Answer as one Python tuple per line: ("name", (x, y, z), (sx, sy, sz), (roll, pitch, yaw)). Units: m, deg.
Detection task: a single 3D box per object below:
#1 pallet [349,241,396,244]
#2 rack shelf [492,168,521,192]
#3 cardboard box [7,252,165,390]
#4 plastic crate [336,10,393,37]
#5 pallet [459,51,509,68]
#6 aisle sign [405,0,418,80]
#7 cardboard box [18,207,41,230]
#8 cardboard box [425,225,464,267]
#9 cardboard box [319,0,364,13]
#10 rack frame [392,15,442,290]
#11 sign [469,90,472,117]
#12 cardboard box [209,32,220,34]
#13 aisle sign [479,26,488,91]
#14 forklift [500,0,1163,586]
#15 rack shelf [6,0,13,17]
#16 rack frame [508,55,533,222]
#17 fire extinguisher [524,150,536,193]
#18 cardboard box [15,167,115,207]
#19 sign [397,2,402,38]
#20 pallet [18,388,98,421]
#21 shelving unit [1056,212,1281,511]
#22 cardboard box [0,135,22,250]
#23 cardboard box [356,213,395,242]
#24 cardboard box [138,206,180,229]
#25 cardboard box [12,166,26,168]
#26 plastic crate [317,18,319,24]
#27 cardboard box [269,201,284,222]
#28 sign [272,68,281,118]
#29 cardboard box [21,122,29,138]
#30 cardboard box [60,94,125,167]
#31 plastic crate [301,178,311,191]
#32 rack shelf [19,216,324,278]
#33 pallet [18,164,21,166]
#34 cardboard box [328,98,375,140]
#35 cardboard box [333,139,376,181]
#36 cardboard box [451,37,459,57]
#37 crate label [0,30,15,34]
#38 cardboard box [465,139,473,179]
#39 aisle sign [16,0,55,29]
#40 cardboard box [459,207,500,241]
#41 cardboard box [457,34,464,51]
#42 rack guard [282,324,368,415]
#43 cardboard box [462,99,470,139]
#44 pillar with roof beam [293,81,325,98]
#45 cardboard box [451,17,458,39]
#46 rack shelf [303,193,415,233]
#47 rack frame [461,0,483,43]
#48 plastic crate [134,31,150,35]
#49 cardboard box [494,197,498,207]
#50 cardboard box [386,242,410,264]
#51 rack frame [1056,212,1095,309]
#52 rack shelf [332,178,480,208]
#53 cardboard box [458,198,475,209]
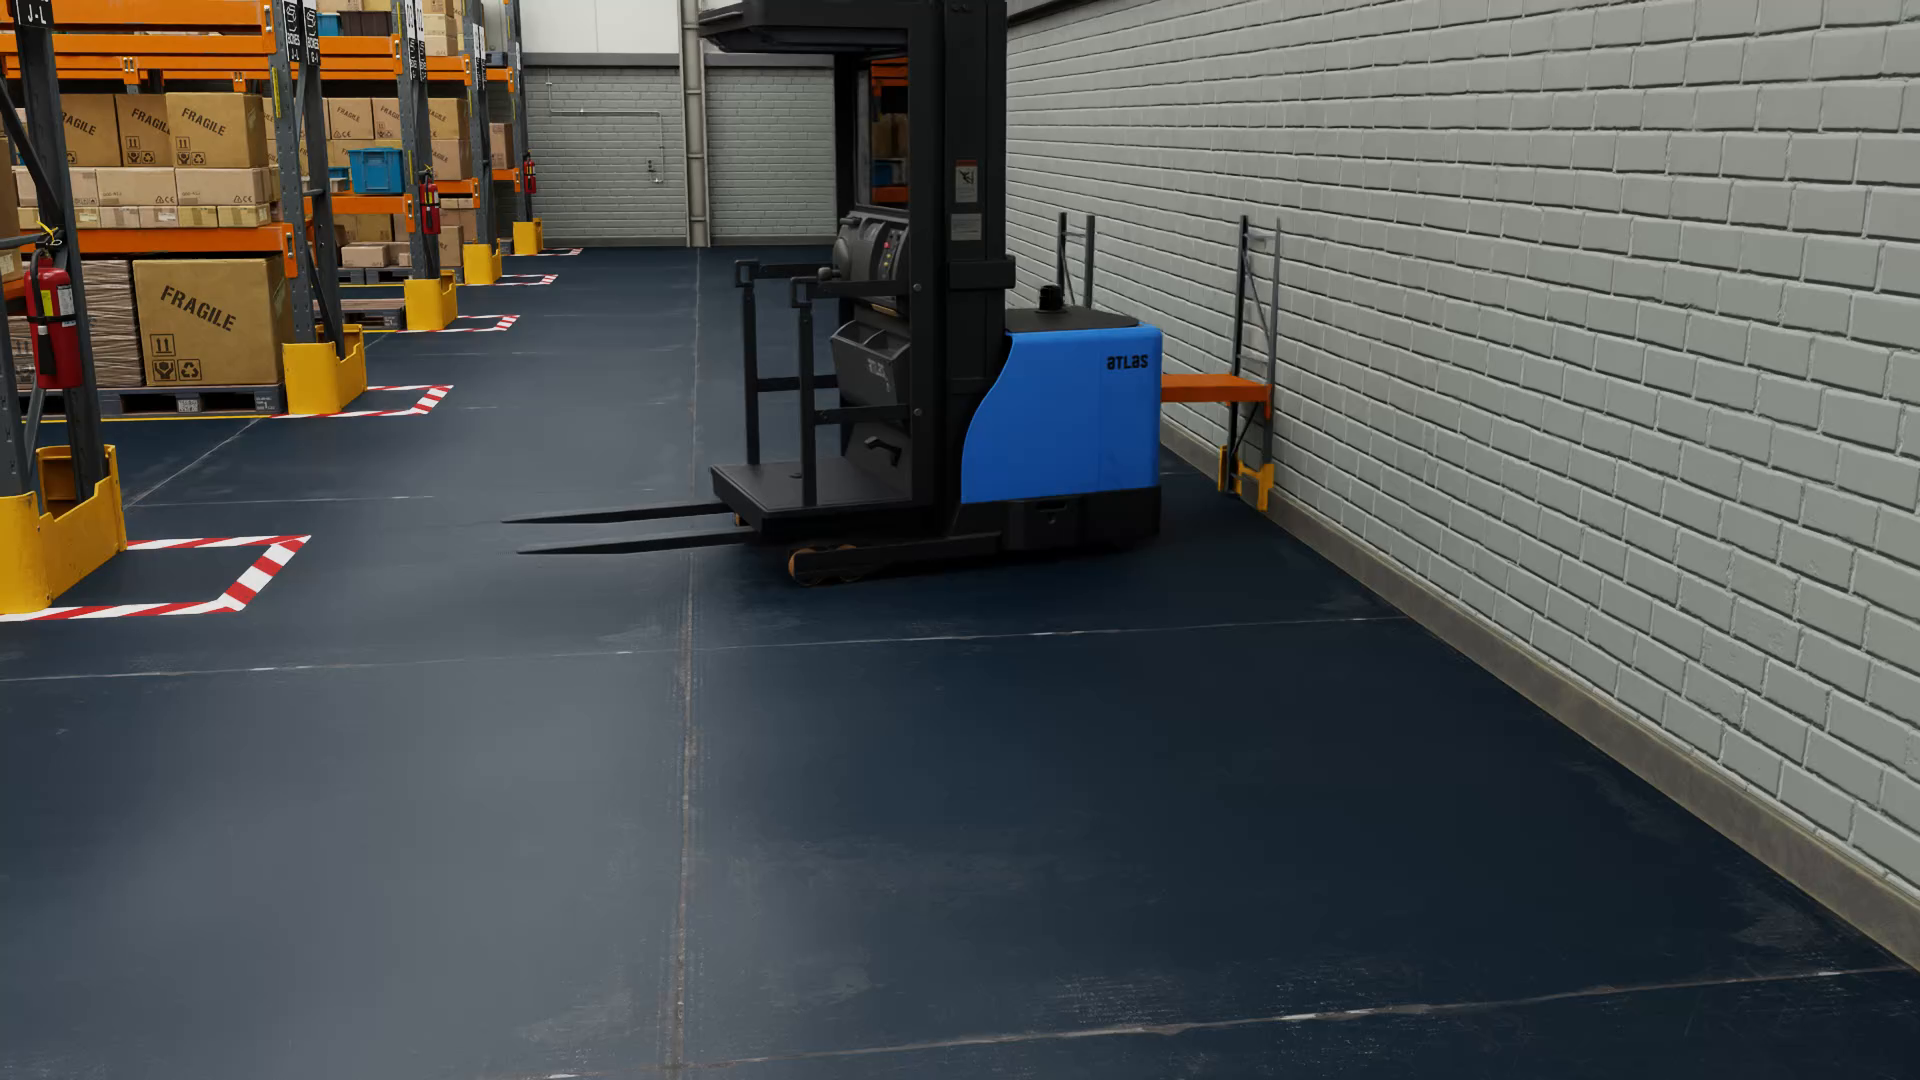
("pallet", (-8.890, -4.613, 26.181), (1.213, 0.211, 1.003), (-2, 14, -8))
("rack shelf", (-8.884, -5.635, 26.004), (4.000, 0.370, 1.077), (-2, 14, -8))
("cardboard box", (-6.214, -1.580, 11.859), (0.875, 0.875, 0.875), (-2, 14, -8))
("plastic crate", (-5.853, -5.118, 16.566), (0.590, 0.269, 0.497), (-2, 14, -8))
("pallet", (-7.639, -7.439, 25.734), (1.213, 0.211, 1.003), (-2, 14, -8))
("aisle sign", (-5.316, -4.867, 16.116), (0.004, 0.787, 0.394), (-2, 14, -8))
("cardboard box", (-6.262, -2.221, 11.429), (0.250, 0.149, 0.380), (-2, 14, -8))
("cardboard box", (-6.666, -3.787, 21.390), (0.500, 0.500, 0.500), (-2, 14, -8))
("cardboard box", (-7.656, -6.789, 20.700), (0.500, 0.500, 0.700), (-2, 14, -8))
("rack frame", (-5.431, -3.673, 16.703), (0.127, 3.000, 1.000), (-2, 14, -8))
("sign", (-6.102, -5.446, 20.740), (0.005, 0.325, 0.100), (-2, 14, -8))
("cardboard box", (-9.108, -6.321, 20.375), (0.500, 0.250, 0.500), (-2, 14, -8))
("aisle sign", (-6.141, -6.199, 21.430), (0.004, 0.787, 0.394), (-2, 14, -8))
("forklift", (-0.599, -1.362, 7.628), (3.031, 2.935, 1.130), (-5, 15, -21))
("rack shelf", (-6.032, -2.319, 6.614), (4.000, 0.370, 1.077), (-2, 14, -8))
("rack frame", (-6.907, -6.056, 26.205), (0.127, 3.000, 1.000), (-2, 14, -8))
("fire extinguisher", (-6.689, -5.733, 25.839), (0.183, 0.674, 0.296), (-2, 14, -8))
("cardboard box", (-6.138, -2.435, 11.463), (0.500, 0.250, 0.500), (-3, 14, -10))
("sign", (-5.333, -4.946, 15.826), (0.005, 0.325, 0.100), (-2, 14, -8))
("pallet", (-6.676, -1.038, 11.928), (1.213, 0.211, 1.003), (-2, 14, -8))
("shelving unit", (1.073, -0.931, 8.681), (1.083, 1.500, 0.587), (-2, 13, -14))
("cardboard box", (-4.539, -1.528, 7.332), (0.500, 0.500, 0.500), (-1, 14, -6))
("cardboard box", (-9.102, -4.941, 26.031), (0.500, 0.500, 0.700), (-2, 14, -7))
("cardboard box", (-5.503, -2.249, 11.541), (0.250, 0.149, 0.380), (-2, 14, -8))
("cardboard box", (-6.733, -2.543, 11.893), (0.500, 0.250, 0.500), (-2, 14, -9))
("plastic crate", (-6.364, -4.921, 15.948), (0.336, 0.188, 0.450), (-2, 14, -8))
("cardboard box", (-5.093, -2.427, 12.248), (0.250, 0.149, 0.380), (-2, 14, -8))
("sign", (-4.626, -3.028, 11.260), (0.005, 0.325, 0.100), (-2, 14, -8))
("cardboard box", (-11.293, -4.969, 20.799), (0.500, 0.500, 0.700), (0, 14, 1))
("cardboard box", (-6.214, -2.927, 11.880), (0.500, 0.500, 0.500), (-2, 14, -10))
("plastic crate", (-6.499, -3.495, 16.408), (0.243, 0.136, 0.396), (-2, 14, -8))
("rack shelf", (-6.671, -2.061, 11.751), (4.000, 0.370, 1.077), (-2, 14, -8))
("pallet", (-12.153, -4.554, 20.607), (1.213, 0.211, 1.003), (-2, 14, -8))
("cardboard box", (-7.576, -5.278, 20.839), (0.500, 0.500, 0.500), (-2, 14, -7))
("cardboard box", (-7.574, -4.795, 20.971), (0.500, 0.500, 0.500), (-2, 14, -8))
("cardboard box", (-6.711, -6.290, 21.278), (0.500, 0.250, 0.500), (-2, 14, -8))
("crate label", (-8.859, -4.804, 15.586), (0.466, 0.136, 0.293), (-2, 14, -8))
("cardboard box", (-6.643, -4.961, 21.631), (0.500, 0.500, 0.500), (-2, 14, -7))
("aisle sign", (-4.026, -2.621, 7.163), (0.004, 0.787, 0.394), (-2, 14, -8))
("cardboard box", (-7.584, -4.998, 26.261), (0.500, 0.500, 0.700), (-2, 14, -8))
("cardboard box", (-7.591, -7.600, 25.435), (0.500, 0.250, 0.500), (-2, 14, -7))
("rack guard", (-4.669, -1.270, 12.260), (0.348, 0.500, 1.175), (-2, 14, -8))
("cardboard box", (-6.643, -5.446, 21.510), (0.500, 0.500, 0.500), (-2, 14, -7))
("pillar with roof beam", (-9.657, -8.019, 21.699), (0.400, 9.000, 9.100), (-2, 14, -8))
("cardboard box", (-6.712, -6.534, 21.222), (0.500, 0.250, 0.500), (-2, 14, -8))
("rack shelf", (-7.409, -3.252, 16.502), (4.000, 0.370, 1.077), (-2, 14, -8))
("rack frame", (-6.165, -7.775, 20.725), (0.127, 3.000, 1.000), (-2, 14, -8))
("plastic crate", (-8.185, -4.993, 16.341), (0.466, 0.136, 0.293), (-2, 14, -8))
("cardboard box", (-7.490, -5.366, 26.392), (0.250, 0.149, 0.380), (-2, 14, -8))
("cardboard box", (-7.239, -3.775, 21.857), (0.500, 0.250, 0.500), (-2, 14, -8))
("rack frame", (0.572, -0.914, 8.553), (0.032, 1.500, 0.500), (-2, 13, -14))
("rack shelf", (-8.143, -4.444, 21.253), (4.000, 0.370, 1.077), (-2, 14, -8))
("cardboard box", (-7.684, -5.264, 25.989), (0.250, 0.149, 0.380), (-2, 14, -9))
